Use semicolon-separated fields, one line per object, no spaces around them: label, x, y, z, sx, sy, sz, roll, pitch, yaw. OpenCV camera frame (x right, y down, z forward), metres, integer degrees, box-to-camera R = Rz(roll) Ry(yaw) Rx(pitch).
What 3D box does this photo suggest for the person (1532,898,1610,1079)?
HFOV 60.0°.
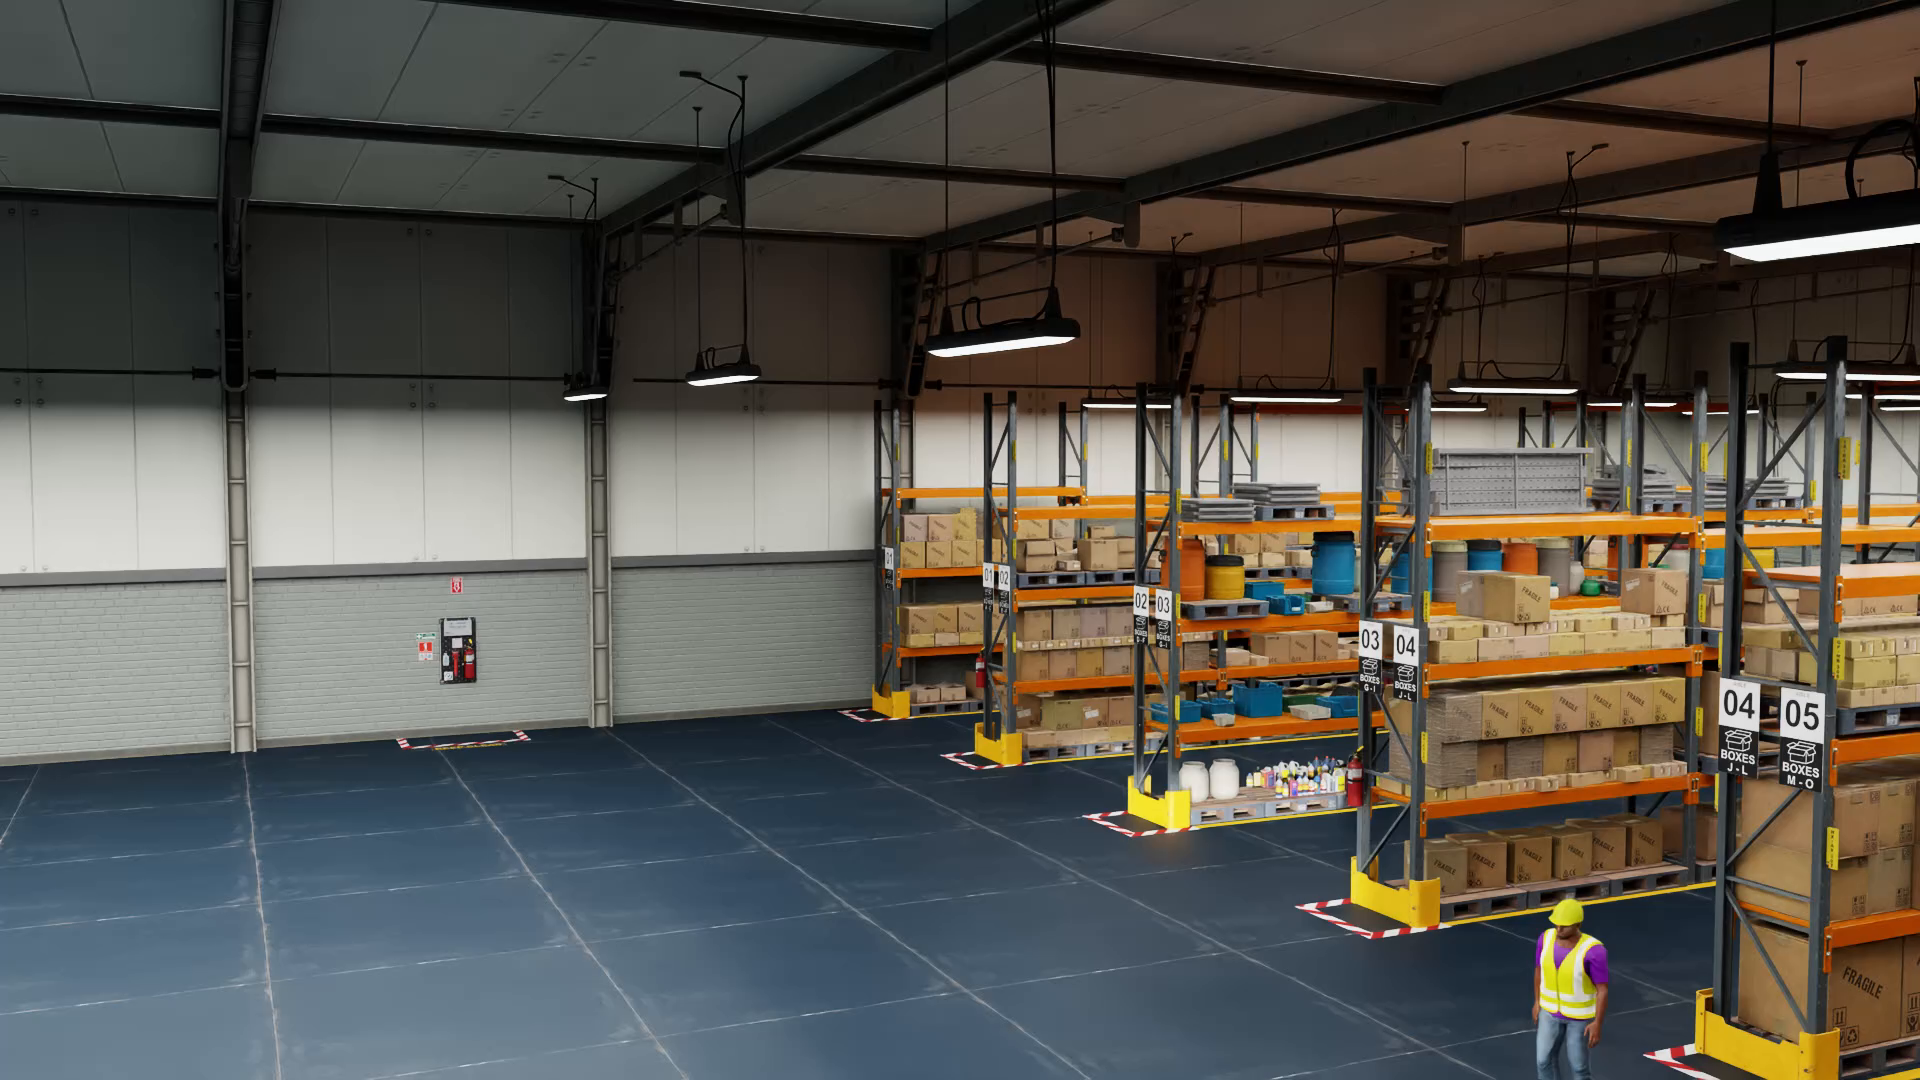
person;4.549;3.574;12.428;0.510;1.834;0.629;-3;5;-43
